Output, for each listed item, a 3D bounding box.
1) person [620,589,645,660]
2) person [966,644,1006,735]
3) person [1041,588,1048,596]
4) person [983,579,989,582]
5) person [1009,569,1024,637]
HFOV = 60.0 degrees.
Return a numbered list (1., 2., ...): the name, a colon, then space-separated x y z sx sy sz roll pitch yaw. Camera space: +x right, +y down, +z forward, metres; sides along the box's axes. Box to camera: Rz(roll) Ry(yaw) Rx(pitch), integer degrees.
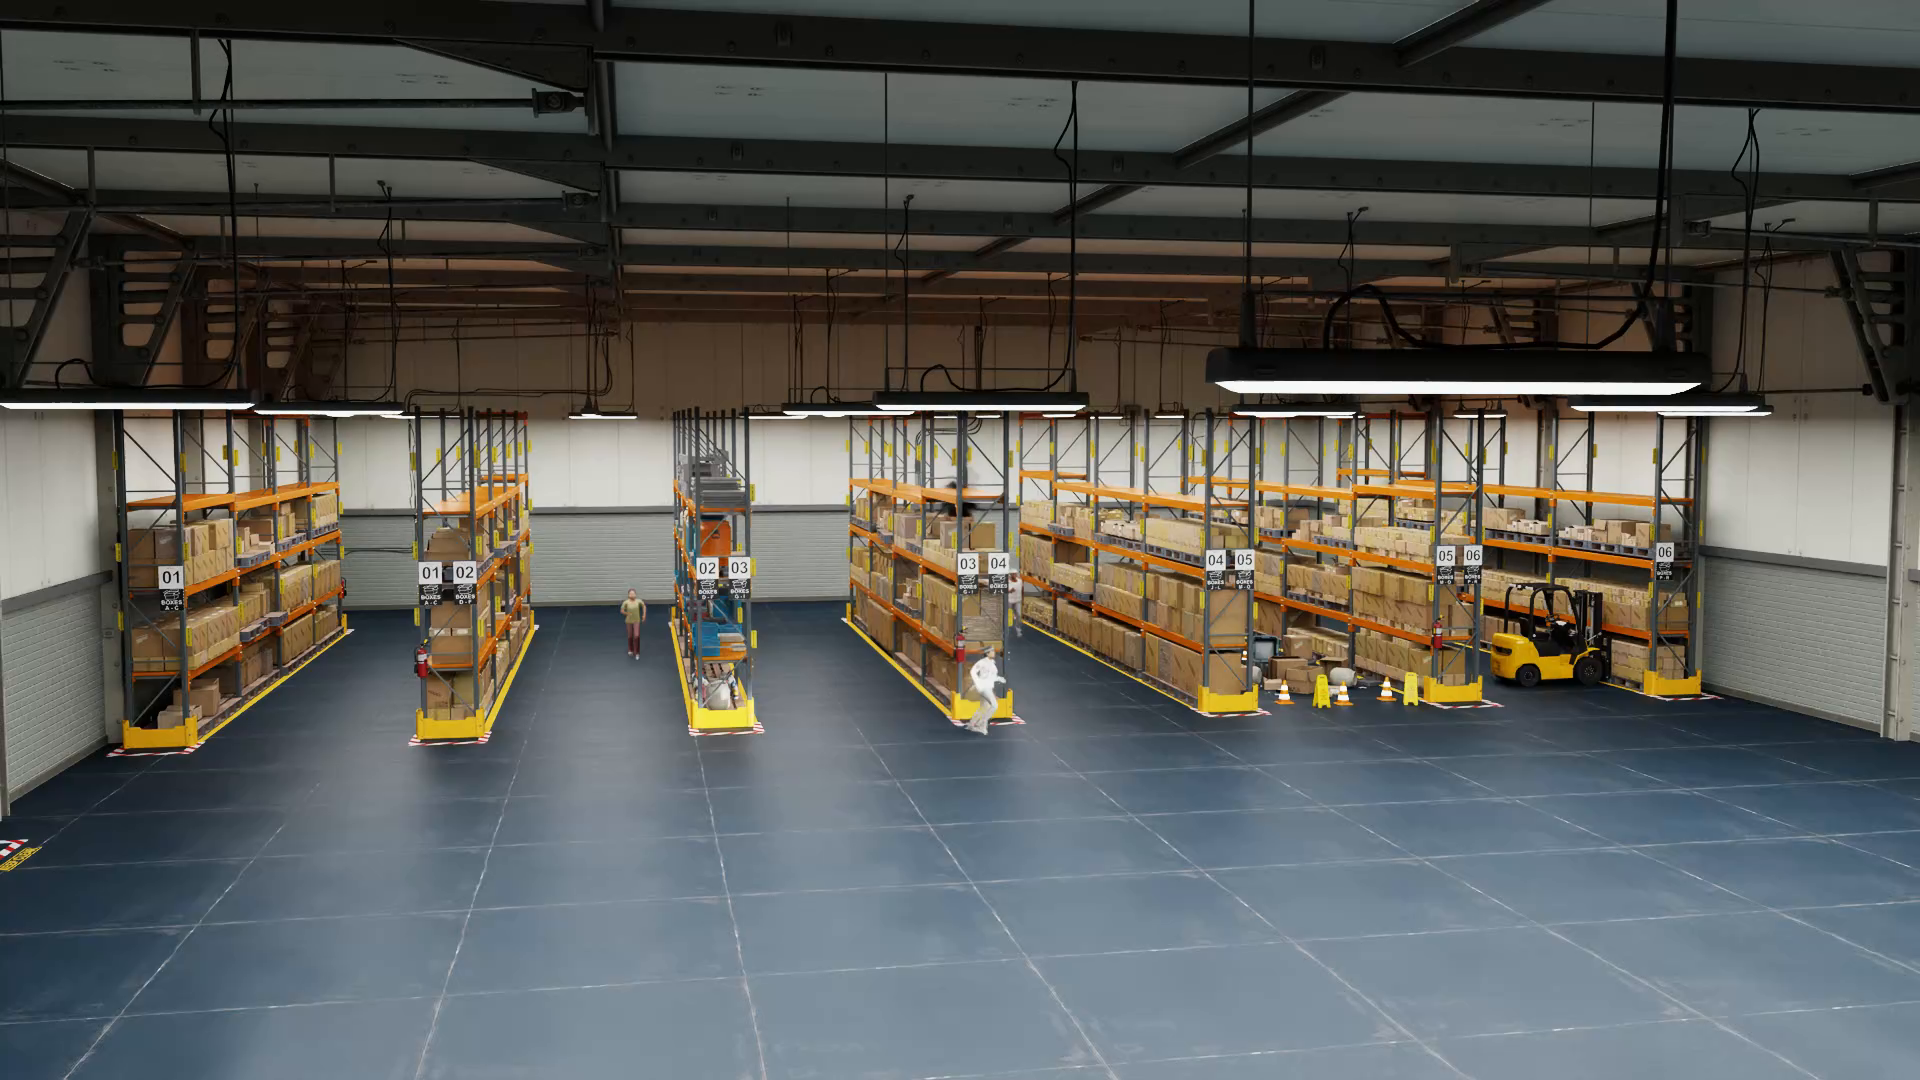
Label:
1. person: -7.908 2.042 40.226 0.594 1.743 0.729 -1 4 -11
2. person: 0.481 2.734 30.530 0.744 1.669 0.535 2 4 24
3. person: 2.598 1.394 49.988 0.740 1.580 0.575 3 5 36
4. person: 0.642 1.392 49.218 0.848 1.643 0.533 4 5 42
5. person: 1.416 1.657 44.443 0.721 1.794 0.903 -1 4 -18
